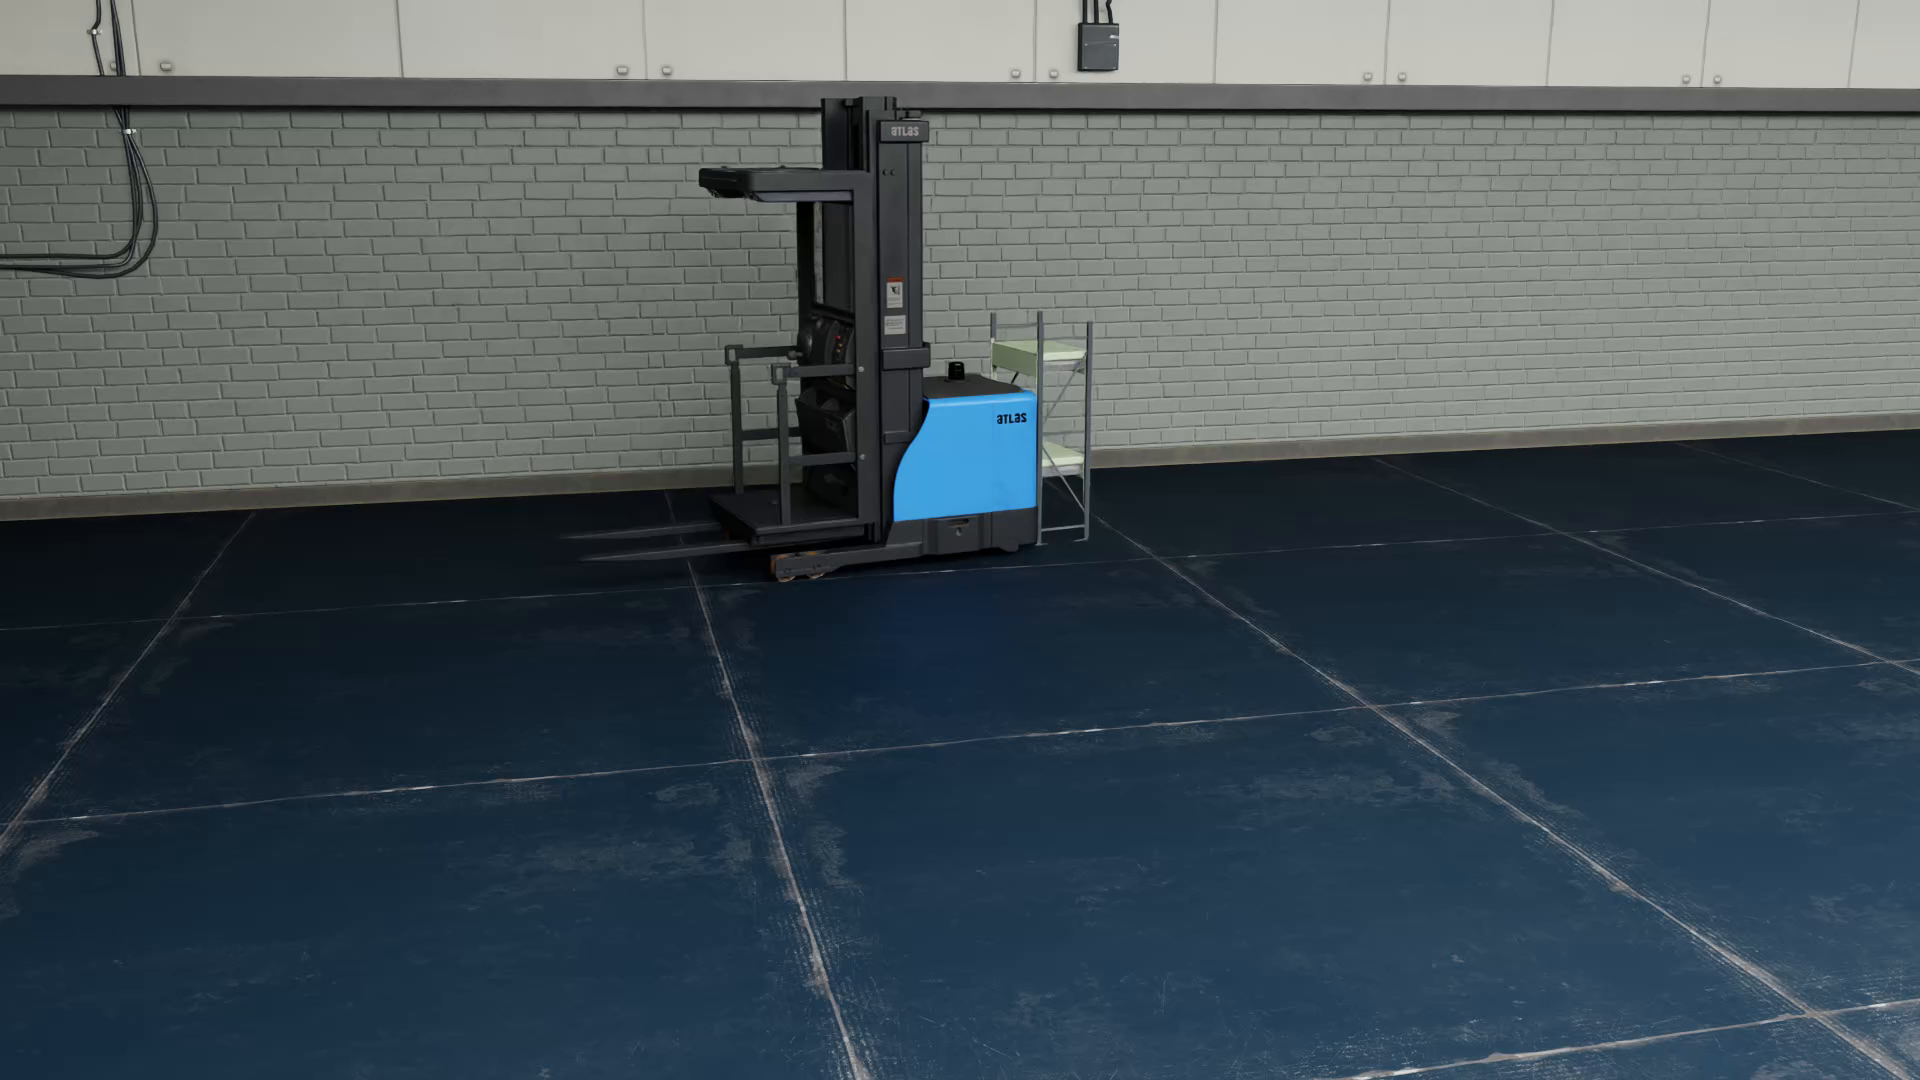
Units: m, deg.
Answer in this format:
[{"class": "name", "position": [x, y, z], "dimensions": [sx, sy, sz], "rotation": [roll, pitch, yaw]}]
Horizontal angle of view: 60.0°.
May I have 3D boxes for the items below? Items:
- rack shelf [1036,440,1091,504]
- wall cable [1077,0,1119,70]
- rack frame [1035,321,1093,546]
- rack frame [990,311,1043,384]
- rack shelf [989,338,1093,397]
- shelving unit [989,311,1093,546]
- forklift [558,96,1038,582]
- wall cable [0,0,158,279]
[{"class": "rack shelf", "position": [0.548, -0.473, 11.577], "dimensions": [0.431, 0.370, 0.720], "rotation": [-6, 15, -23]}, {"class": "wall cable", "position": [2.061, -6.663, 12.571], "dimensions": [2.305, 6.003, 0.169], "rotation": [-3, 14, -13]}, {"class": "rack frame", "position": [0.698, -0.711, 11.176], "dimensions": [0.400, 1.500, 0.023], "rotation": [-6, 15, -23]}, {"class": "rack frame", "position": [0.398, -0.869, 11.824], "dimensions": [0.400, 1.500, 0.023], "rotation": [-6, 15, -23]}, {"class": "rack shelf", "position": [0.548, -1.169, 11.408], "dimensions": [0.431, 0.370, 0.720], "rotation": [-6, 15, -23]}, {"class": "shelving unit", "position": [0.548, -0.790, 11.500], "dimensions": [0.431, 1.500, 0.755], "rotation": [-6, 15, -23]}, {"class": "forklift", "position": [-1.043, -1.306, 10.596], "dimensions": [3.031, 2.935, 1.130], "rotation": [-6, 15, -23]}, {"class": "wall cable", "position": [-7.171, -2.977, 11.192], "dimensions": [3.097, 2.526, 0.112], "rotation": [-3, 14, -13]}]
